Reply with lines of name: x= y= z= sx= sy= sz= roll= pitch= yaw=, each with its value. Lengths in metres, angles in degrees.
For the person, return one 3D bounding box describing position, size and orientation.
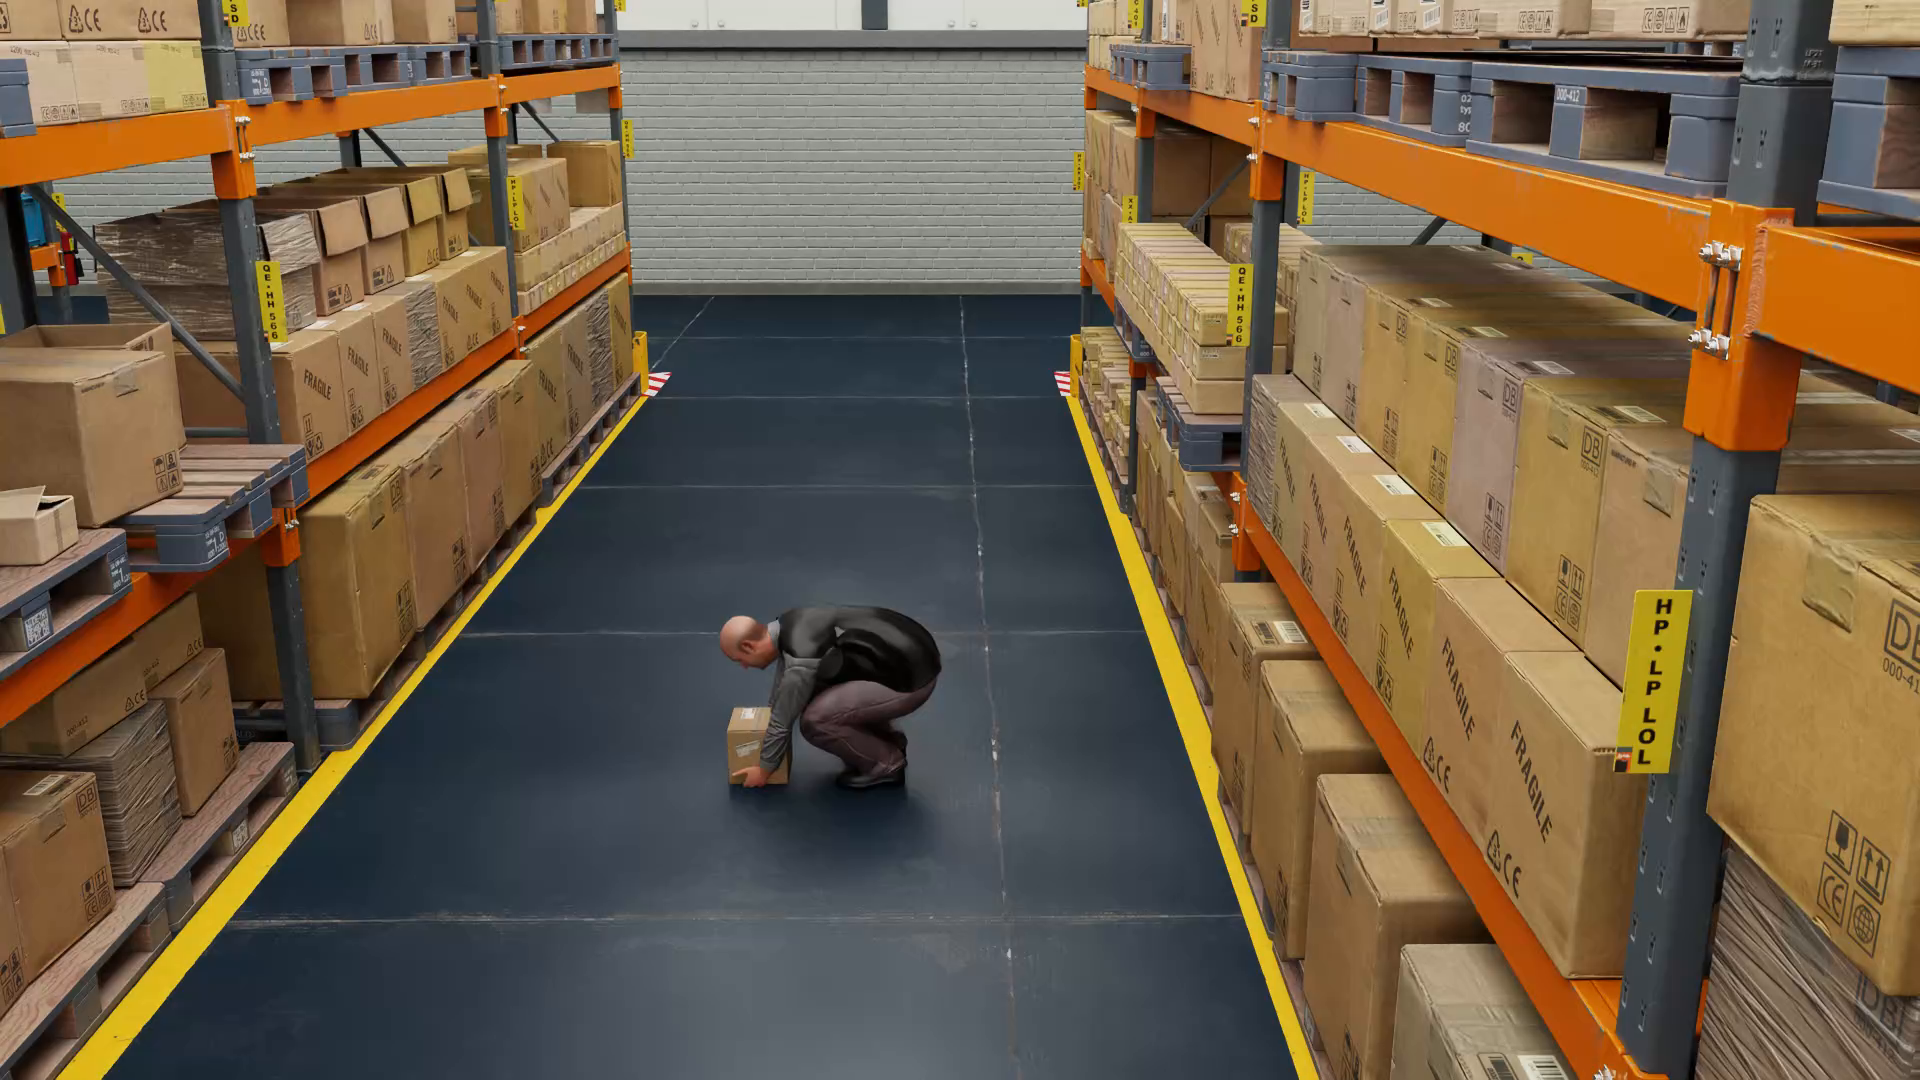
person: x=-0.546 y=0.661 z=7.125 sx=0.933 sy=0.796 sz=0.509 roll=-1 pitch=17 yaw=-2
